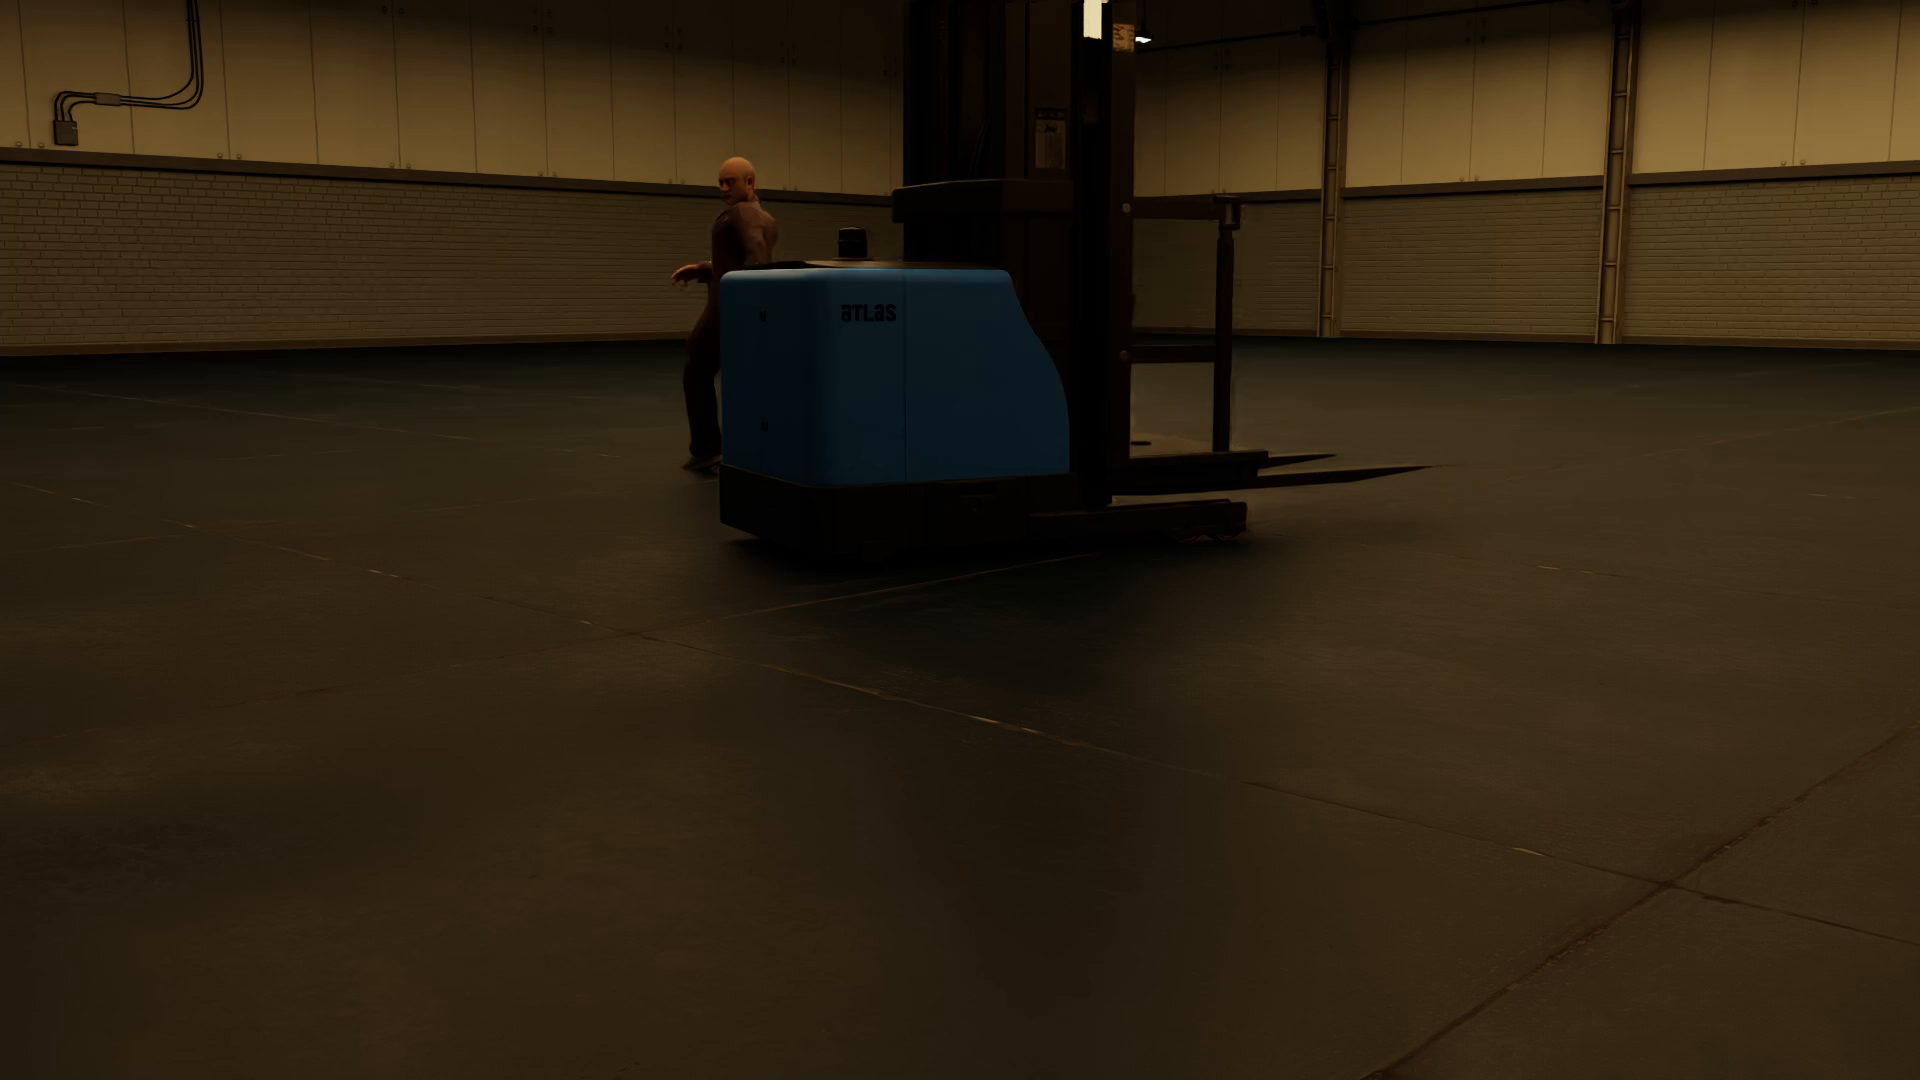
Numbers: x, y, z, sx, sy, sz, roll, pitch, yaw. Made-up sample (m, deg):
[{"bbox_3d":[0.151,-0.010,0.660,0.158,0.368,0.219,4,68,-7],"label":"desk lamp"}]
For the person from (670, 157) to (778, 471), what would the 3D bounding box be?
[{"bbox_3d":[-1.212,-1.182,8.971,1.009,1.727,0.613,6,11,36],"label":"person"}]

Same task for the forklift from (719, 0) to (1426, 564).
[{"bbox_3d":[0.580,-1.495,6.800,3.031,2.935,1.130,-4,10,-27],"label":"forklift"}]
